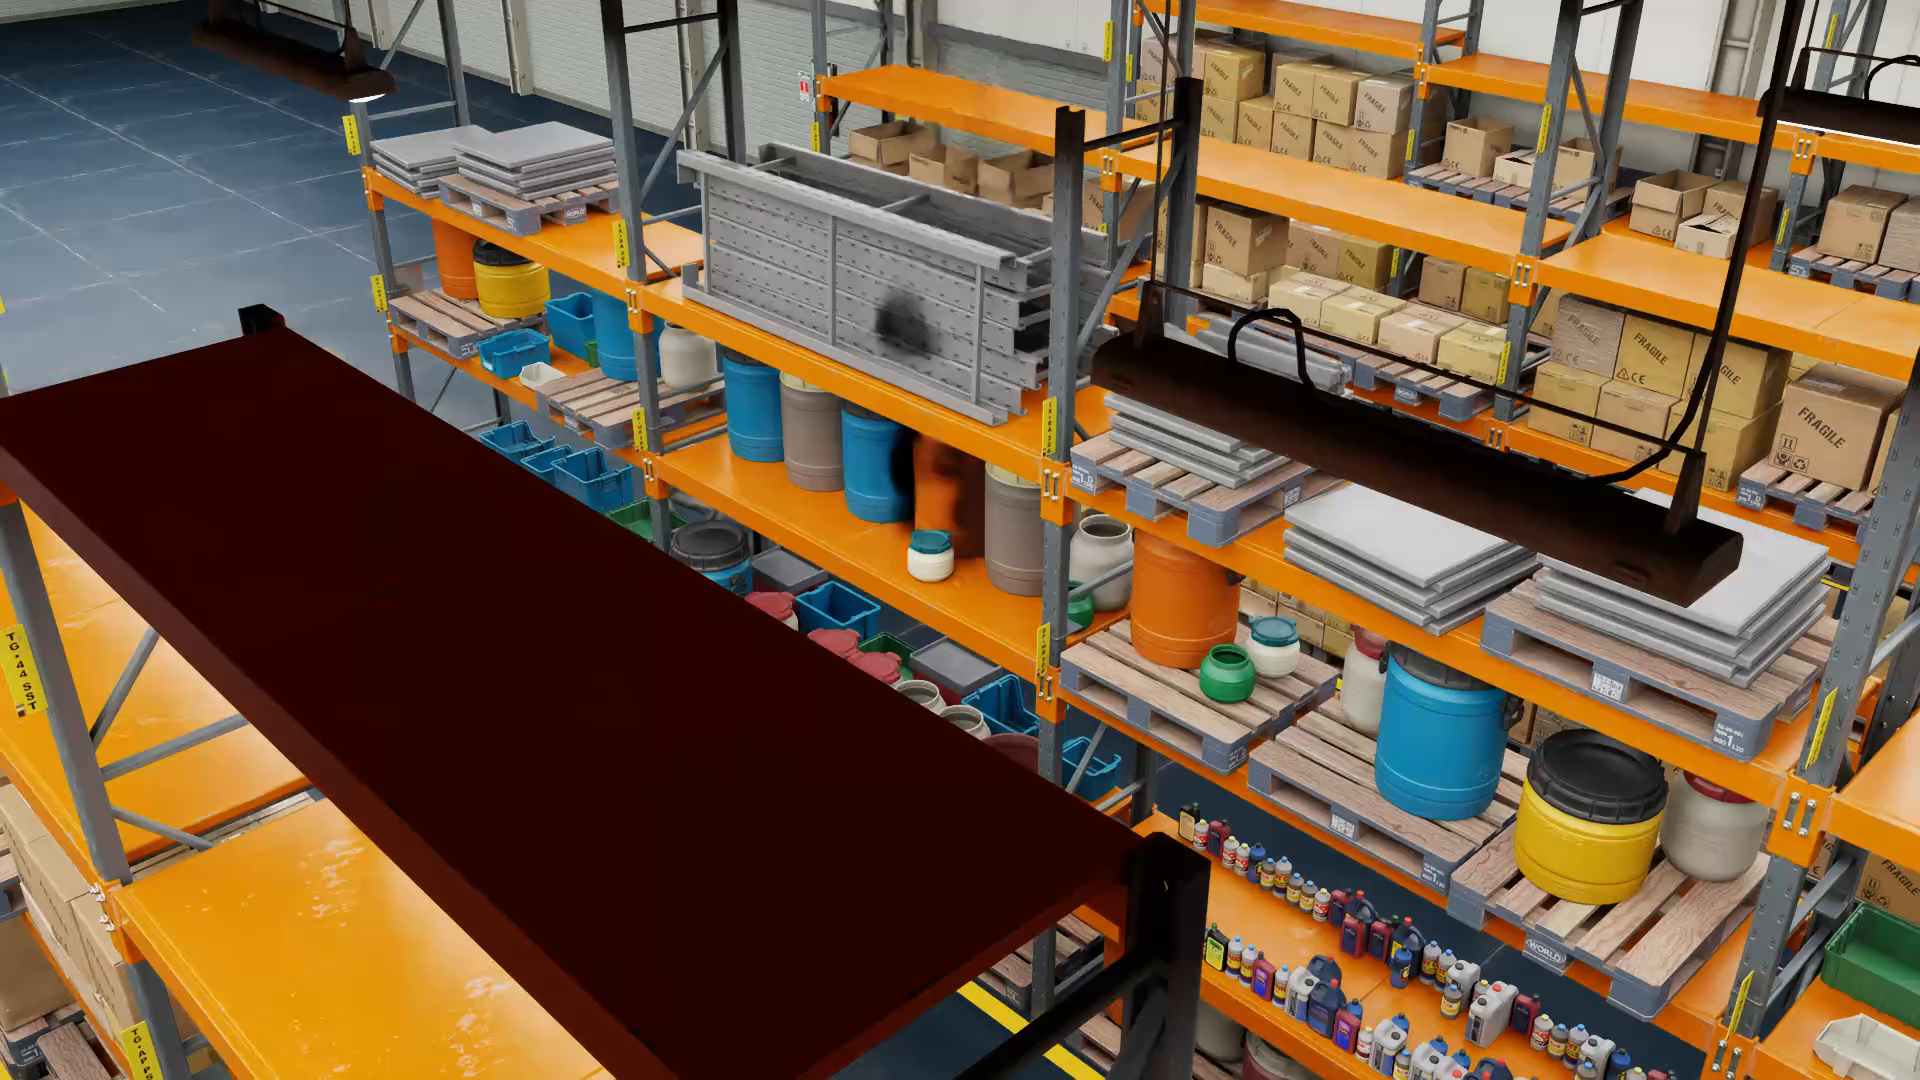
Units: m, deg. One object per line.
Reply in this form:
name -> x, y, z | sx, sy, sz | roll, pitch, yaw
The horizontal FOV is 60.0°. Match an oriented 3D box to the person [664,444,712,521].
person -> -2.775, -0.737, 16.435 | 0.644, 1.760, 0.672 | 11, 30, 20
